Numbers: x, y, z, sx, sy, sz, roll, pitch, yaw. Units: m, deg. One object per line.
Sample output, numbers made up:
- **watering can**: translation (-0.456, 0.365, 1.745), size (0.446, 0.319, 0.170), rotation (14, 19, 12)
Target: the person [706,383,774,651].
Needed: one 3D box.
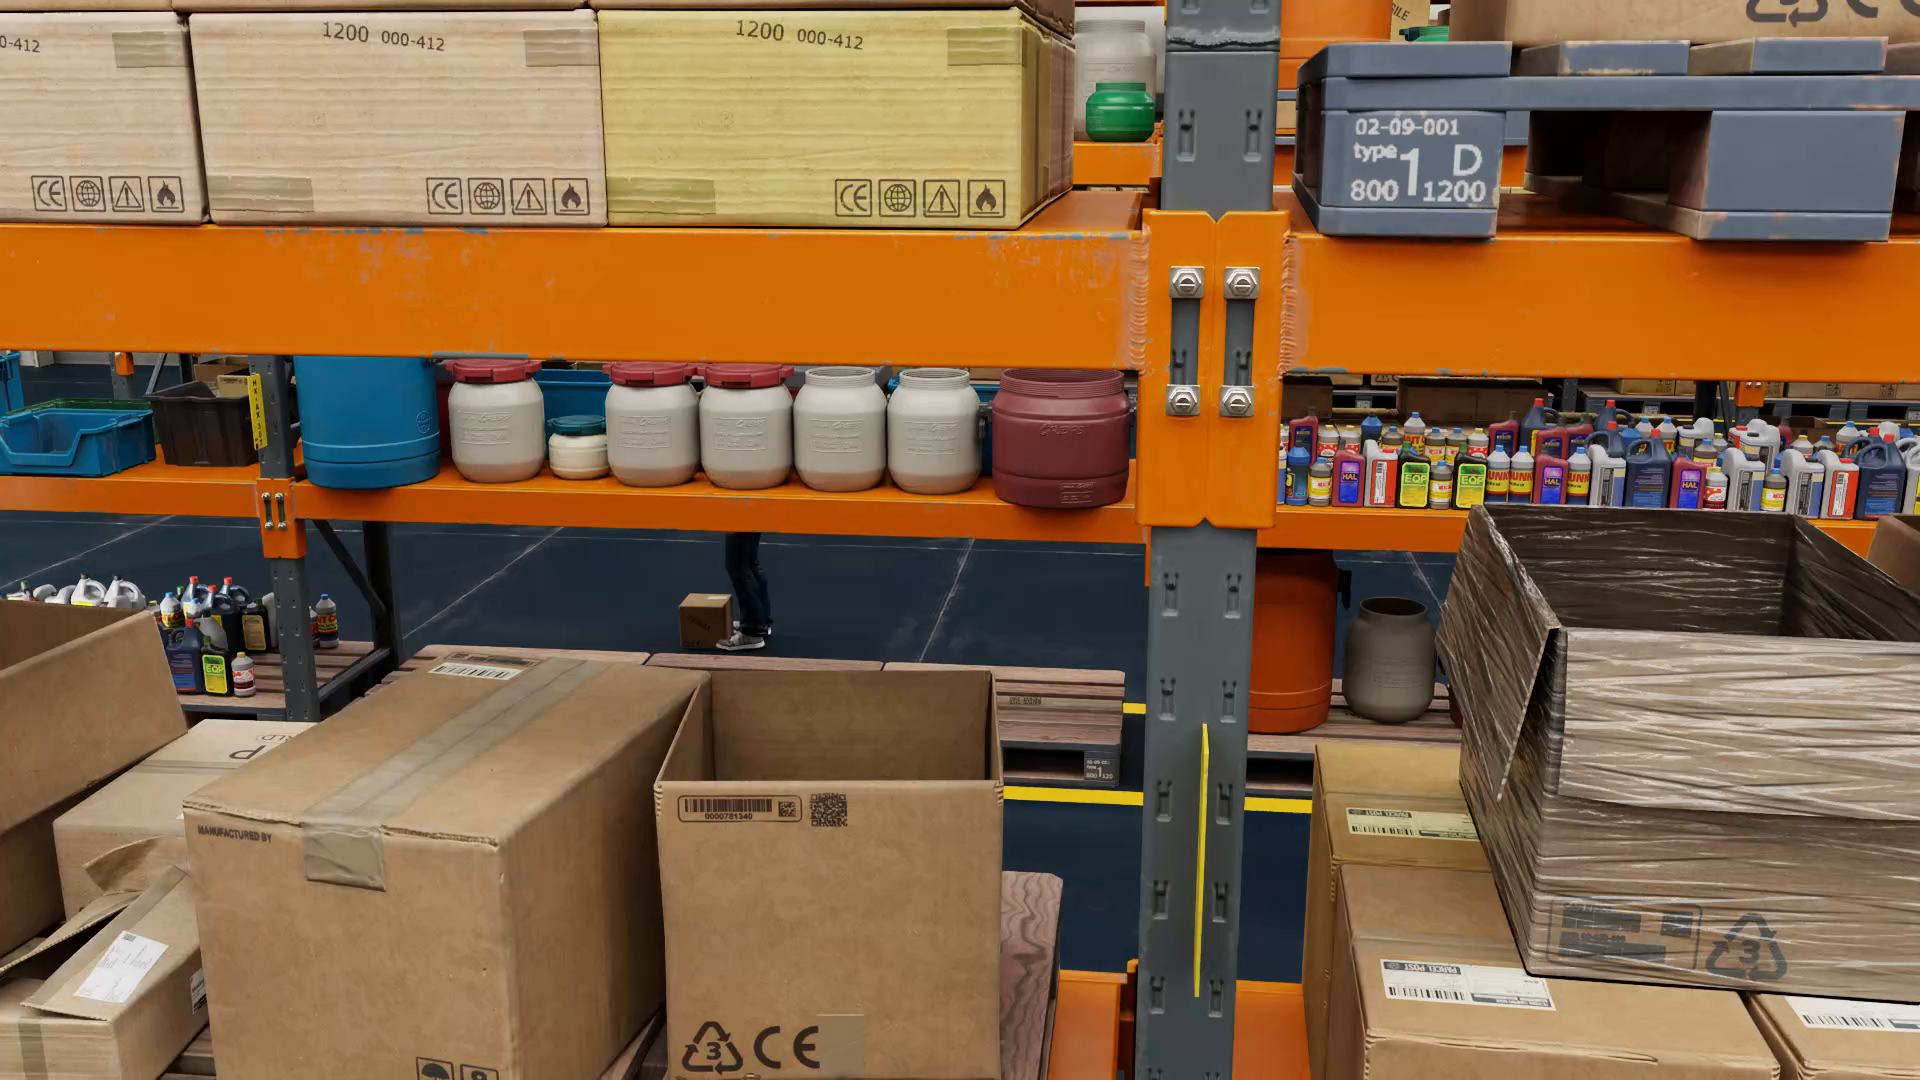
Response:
- **person**: translation (-1.204, -0.178, 9.241), size (0.347, 1.582, 0.477), rotation (1, 15, 5)
